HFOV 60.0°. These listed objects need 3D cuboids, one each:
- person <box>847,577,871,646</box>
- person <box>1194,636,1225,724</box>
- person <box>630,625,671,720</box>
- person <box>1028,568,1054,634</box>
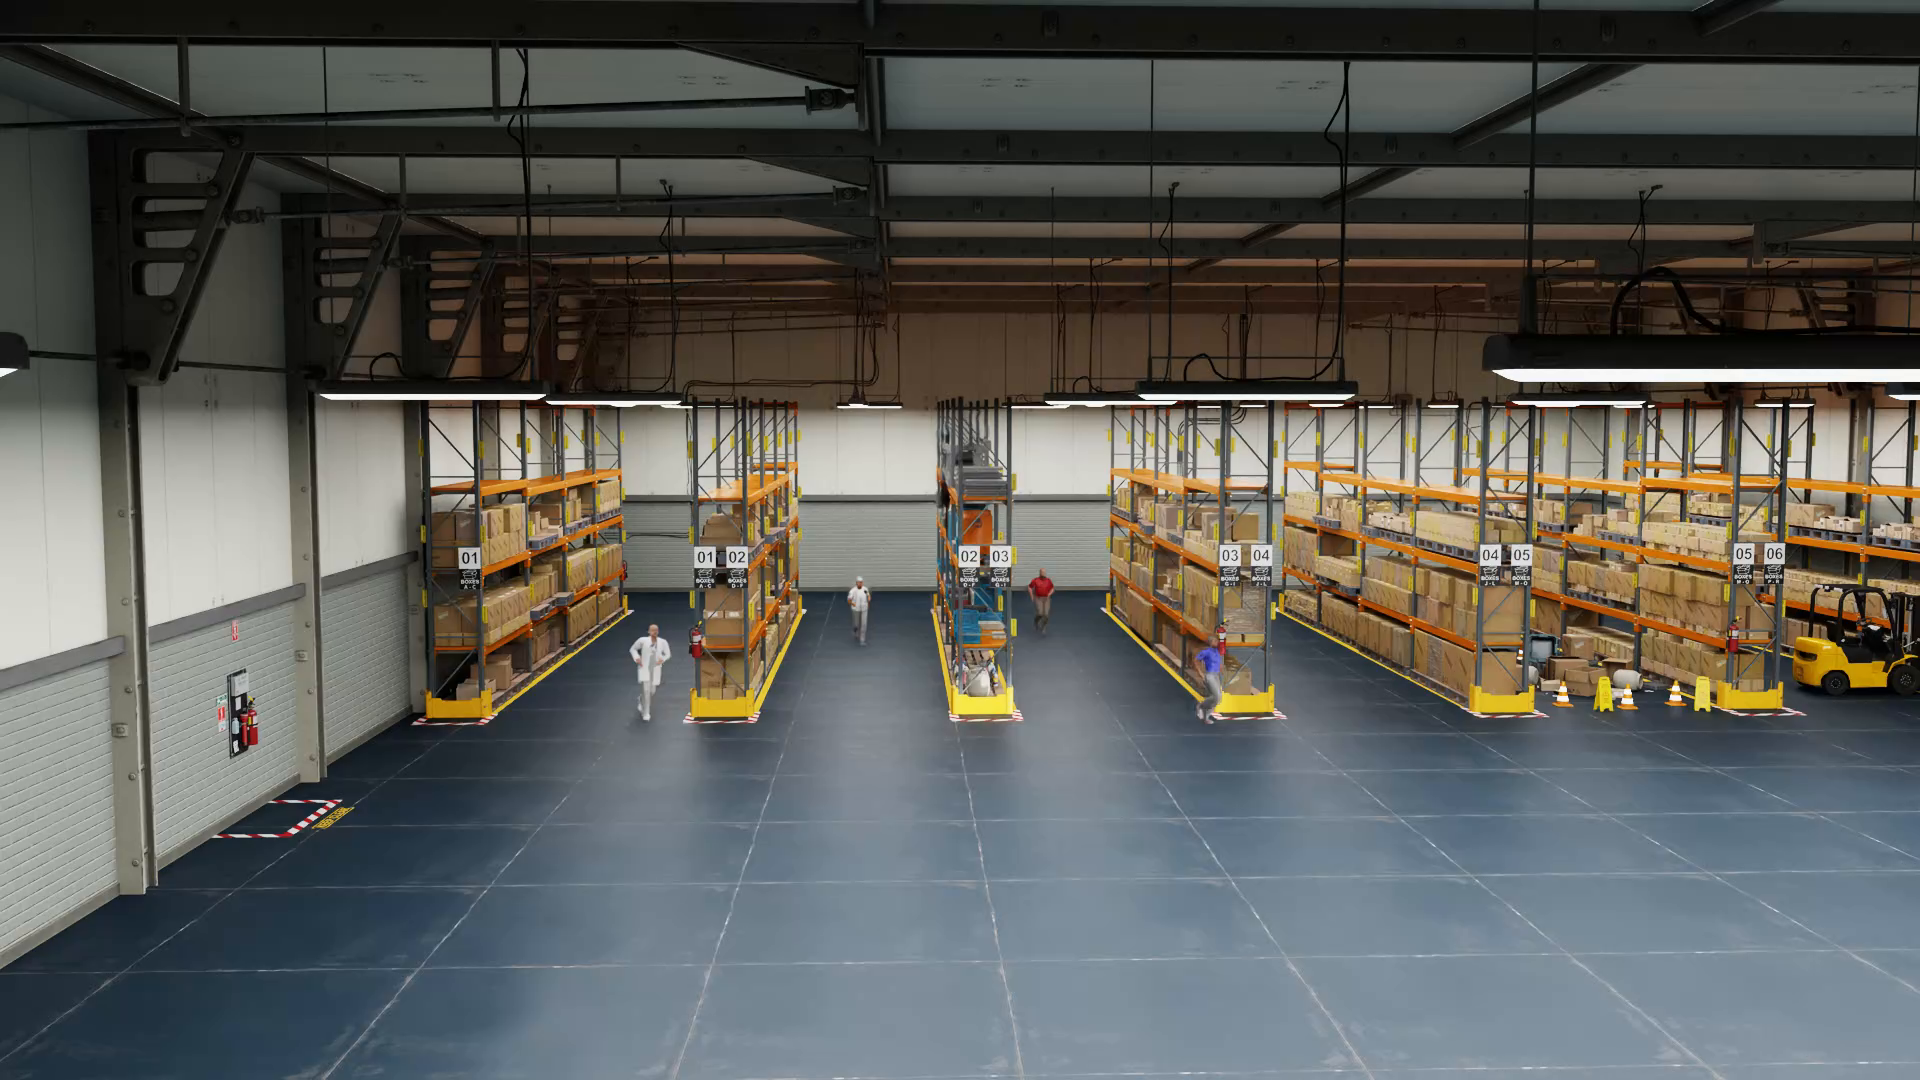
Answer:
[{"bbox_3d":[-2.474,1.747,41.024,0.607,1.667,0.841,-1,5,-12],"label":"person"},{"bbox_3d":[4.659,2.574,30.608,0.505,1.587,0.620,4,6,38],"label":"person"},{"bbox_3d":[-5.814,2.461,31.264,0.752,1.758,0.868,-2,5,-23],"label":"person"},{"bbox_3d":[2.128,1.576,42.849,0.657,1.686,0.590,-1,5,-12],"label":"person"}]
